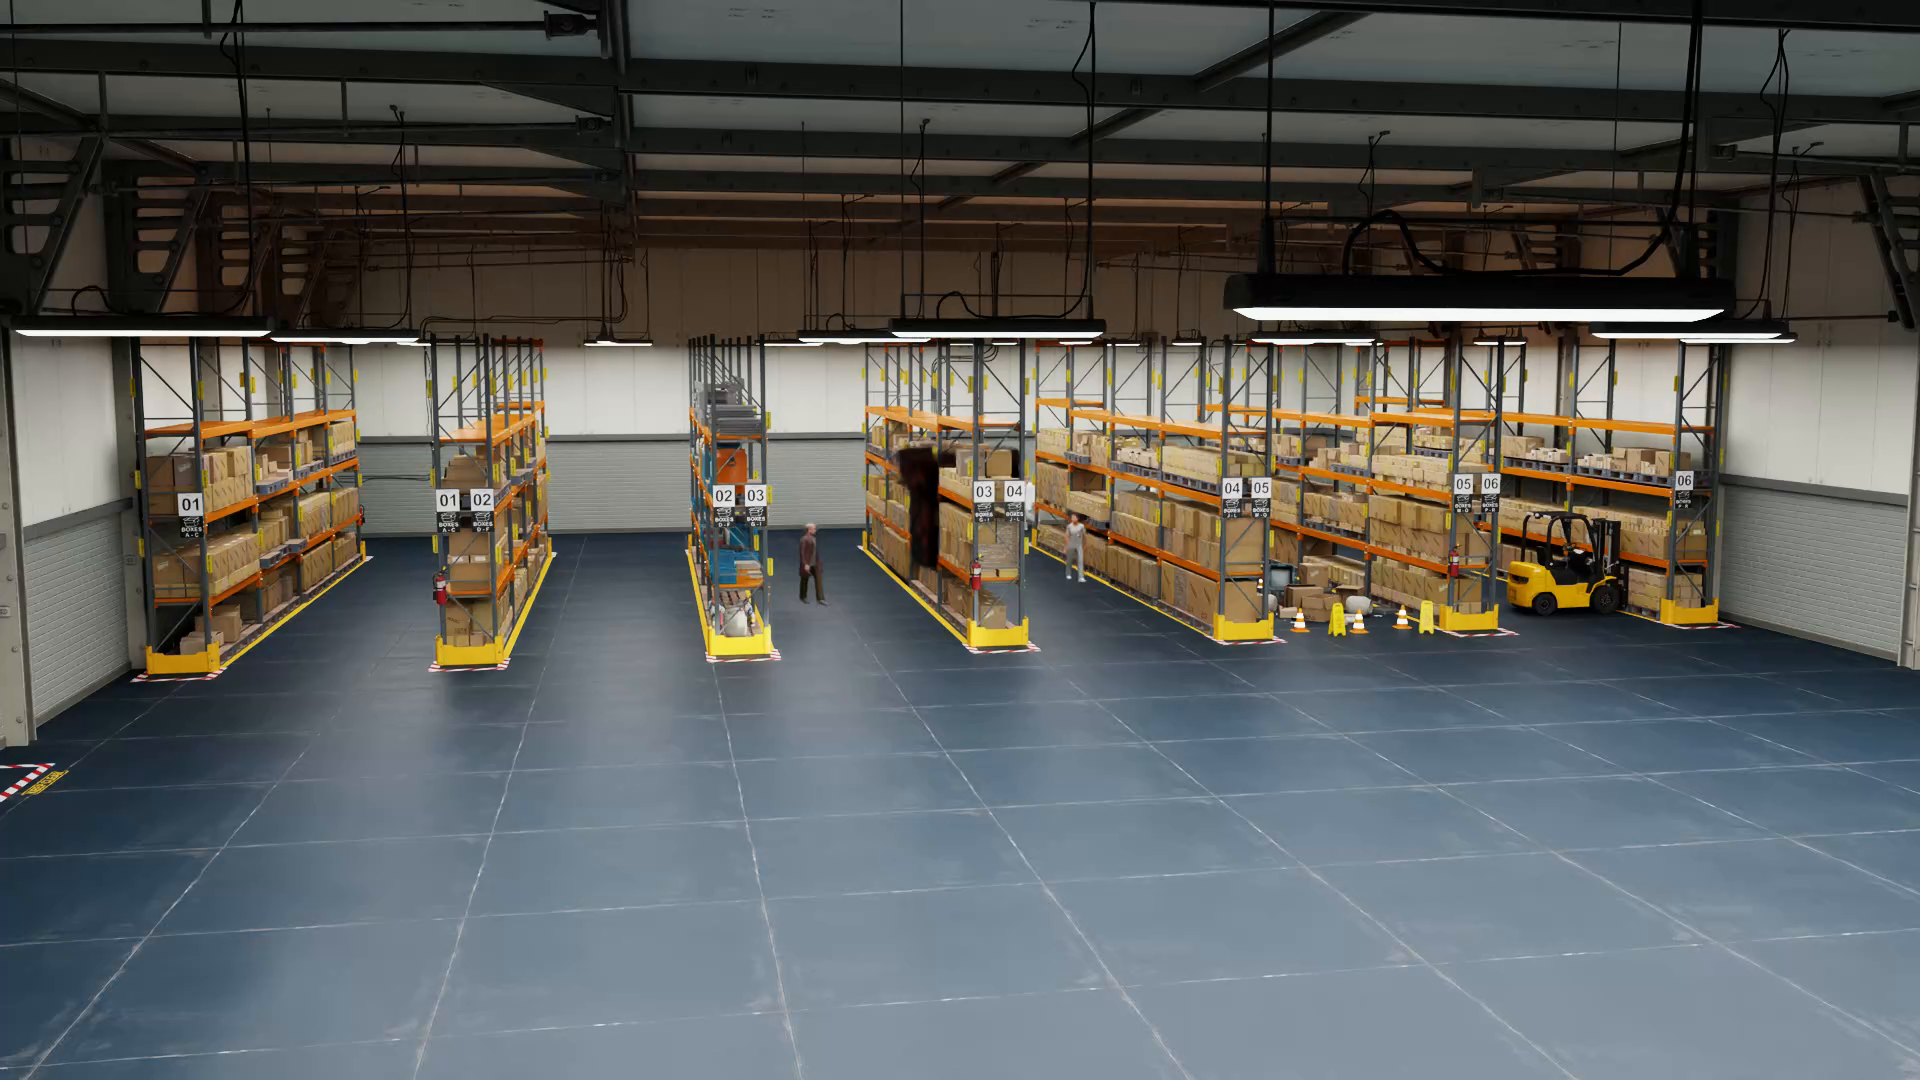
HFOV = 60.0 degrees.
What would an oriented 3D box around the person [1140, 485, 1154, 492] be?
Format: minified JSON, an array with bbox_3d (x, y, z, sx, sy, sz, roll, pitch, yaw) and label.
[{"bbox_3d":[5.828,-1.119,52.115,0.652,1.744,0.611,-2,7,-17],"label":"person"}]

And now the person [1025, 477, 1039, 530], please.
[{"bbox_3d":[2.135,-1.186,52.508,0.657,1.768,0.576,-4,8,-31],"label":"person"}]

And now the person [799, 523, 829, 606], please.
[{"bbox_3d":[-3.162,0.511,35.220,0.552,1.737,1.026,-3,7,-24],"label":"person"}]

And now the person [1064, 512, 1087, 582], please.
[{"bbox_3d":[2.716,0.154,38.925,0.587,1.622,1.010,-1,7,-10],"label":"person"}]
